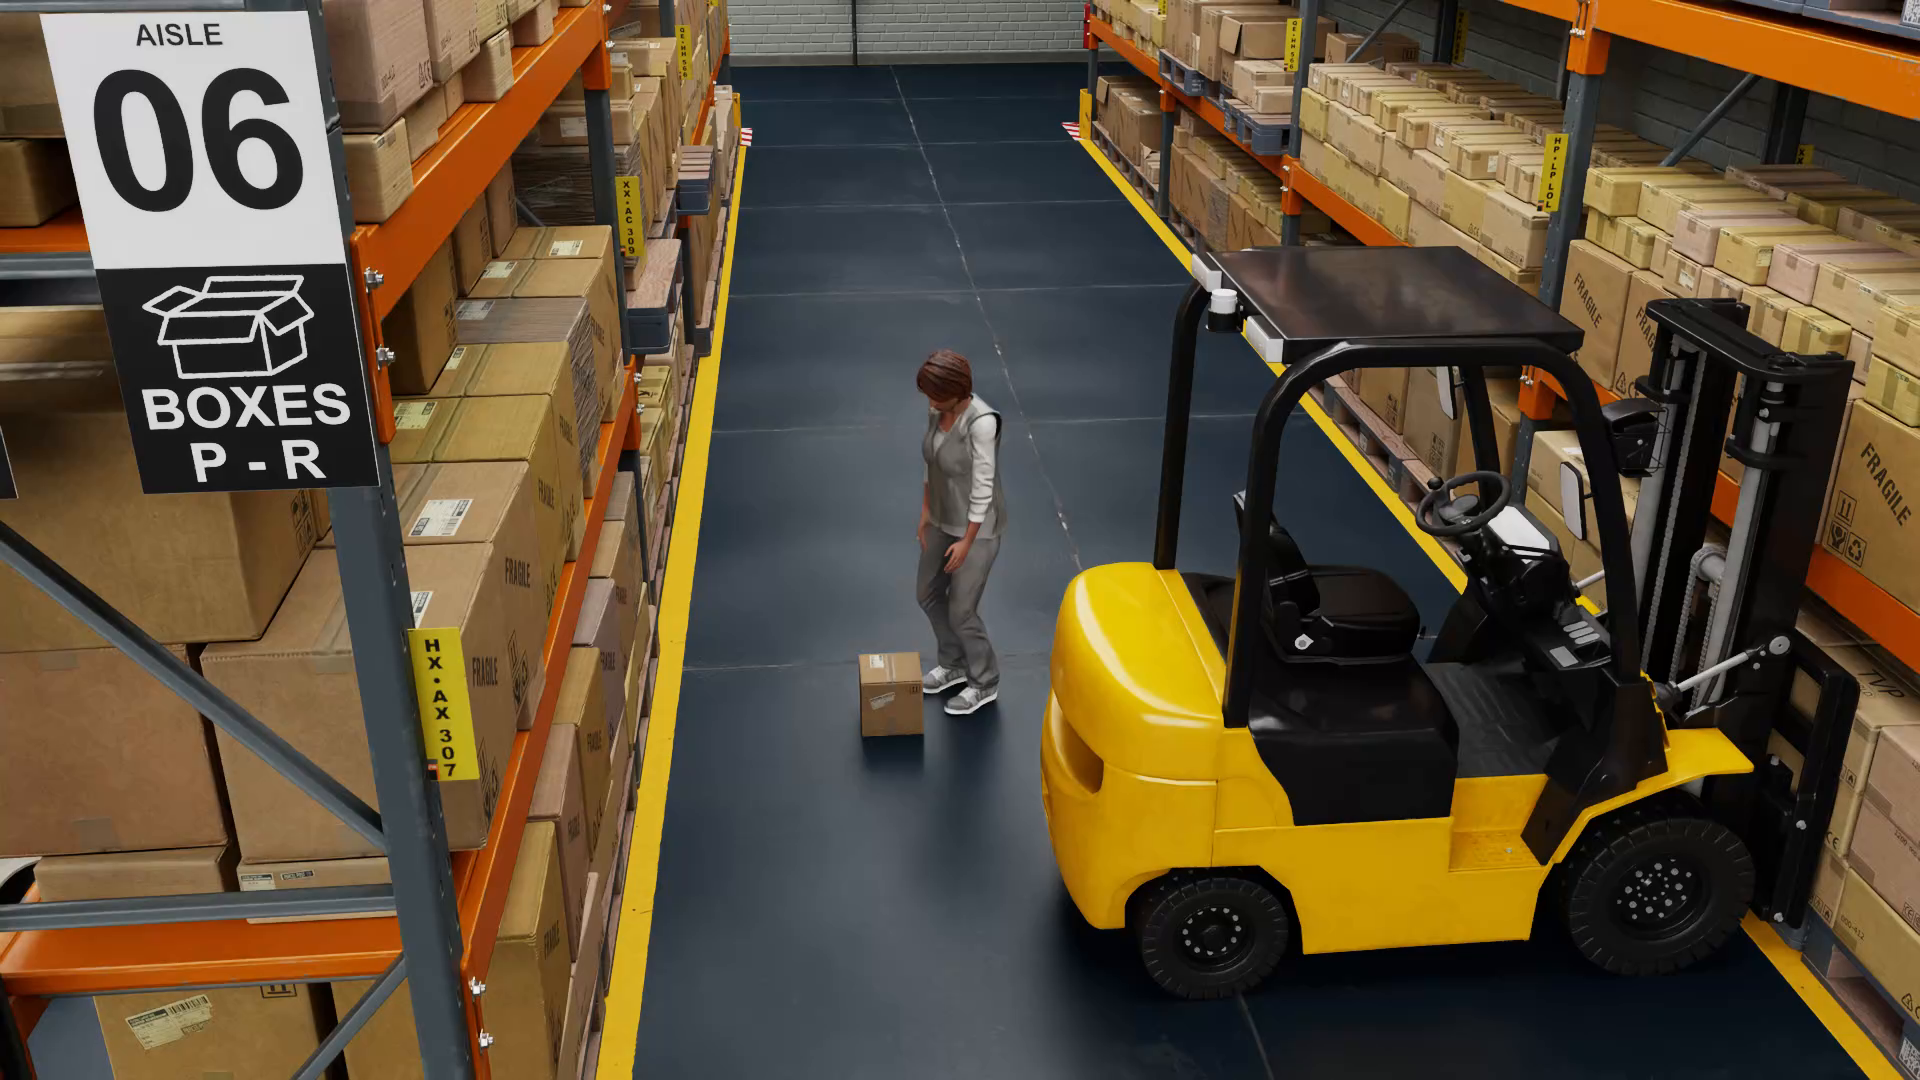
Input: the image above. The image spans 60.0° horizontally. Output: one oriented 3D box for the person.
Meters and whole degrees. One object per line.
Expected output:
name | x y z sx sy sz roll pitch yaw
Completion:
person | 0.004 -0.033 6.746 0.383 1.559 0.426 -15 28 -30
